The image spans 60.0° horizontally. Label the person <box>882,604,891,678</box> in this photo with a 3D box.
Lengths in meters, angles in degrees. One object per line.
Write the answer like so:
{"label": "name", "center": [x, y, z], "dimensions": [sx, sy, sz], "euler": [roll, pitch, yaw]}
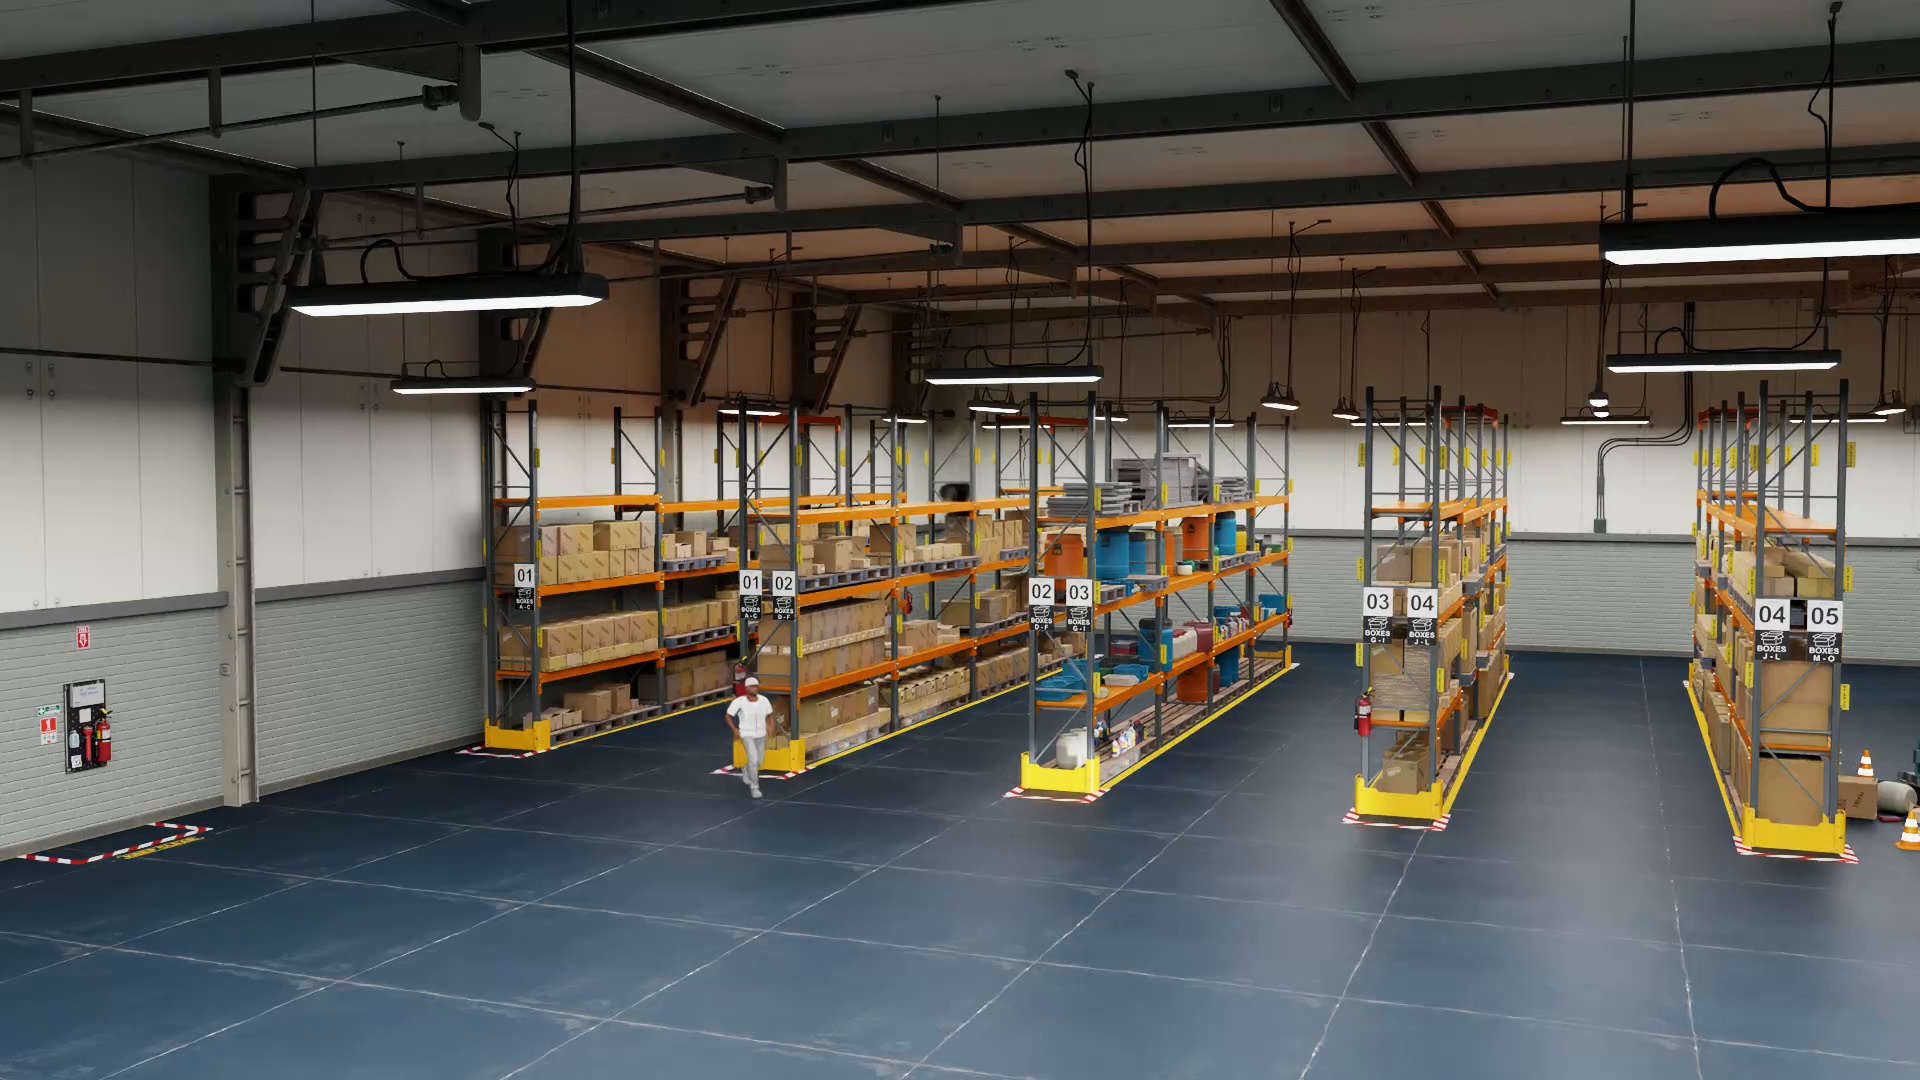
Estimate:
{"label": "person", "center": [-1.579, 2.194, 35.495], "dimensions": [0.586, 1.613, 0.511], "euler": [2, 3, 28]}

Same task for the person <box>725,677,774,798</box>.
{"label": "person", "center": [-3.120, 2.911, 24.776], "dimensions": [0.728, 1.746, 0.817], "euler": [-2, 3, -33]}
